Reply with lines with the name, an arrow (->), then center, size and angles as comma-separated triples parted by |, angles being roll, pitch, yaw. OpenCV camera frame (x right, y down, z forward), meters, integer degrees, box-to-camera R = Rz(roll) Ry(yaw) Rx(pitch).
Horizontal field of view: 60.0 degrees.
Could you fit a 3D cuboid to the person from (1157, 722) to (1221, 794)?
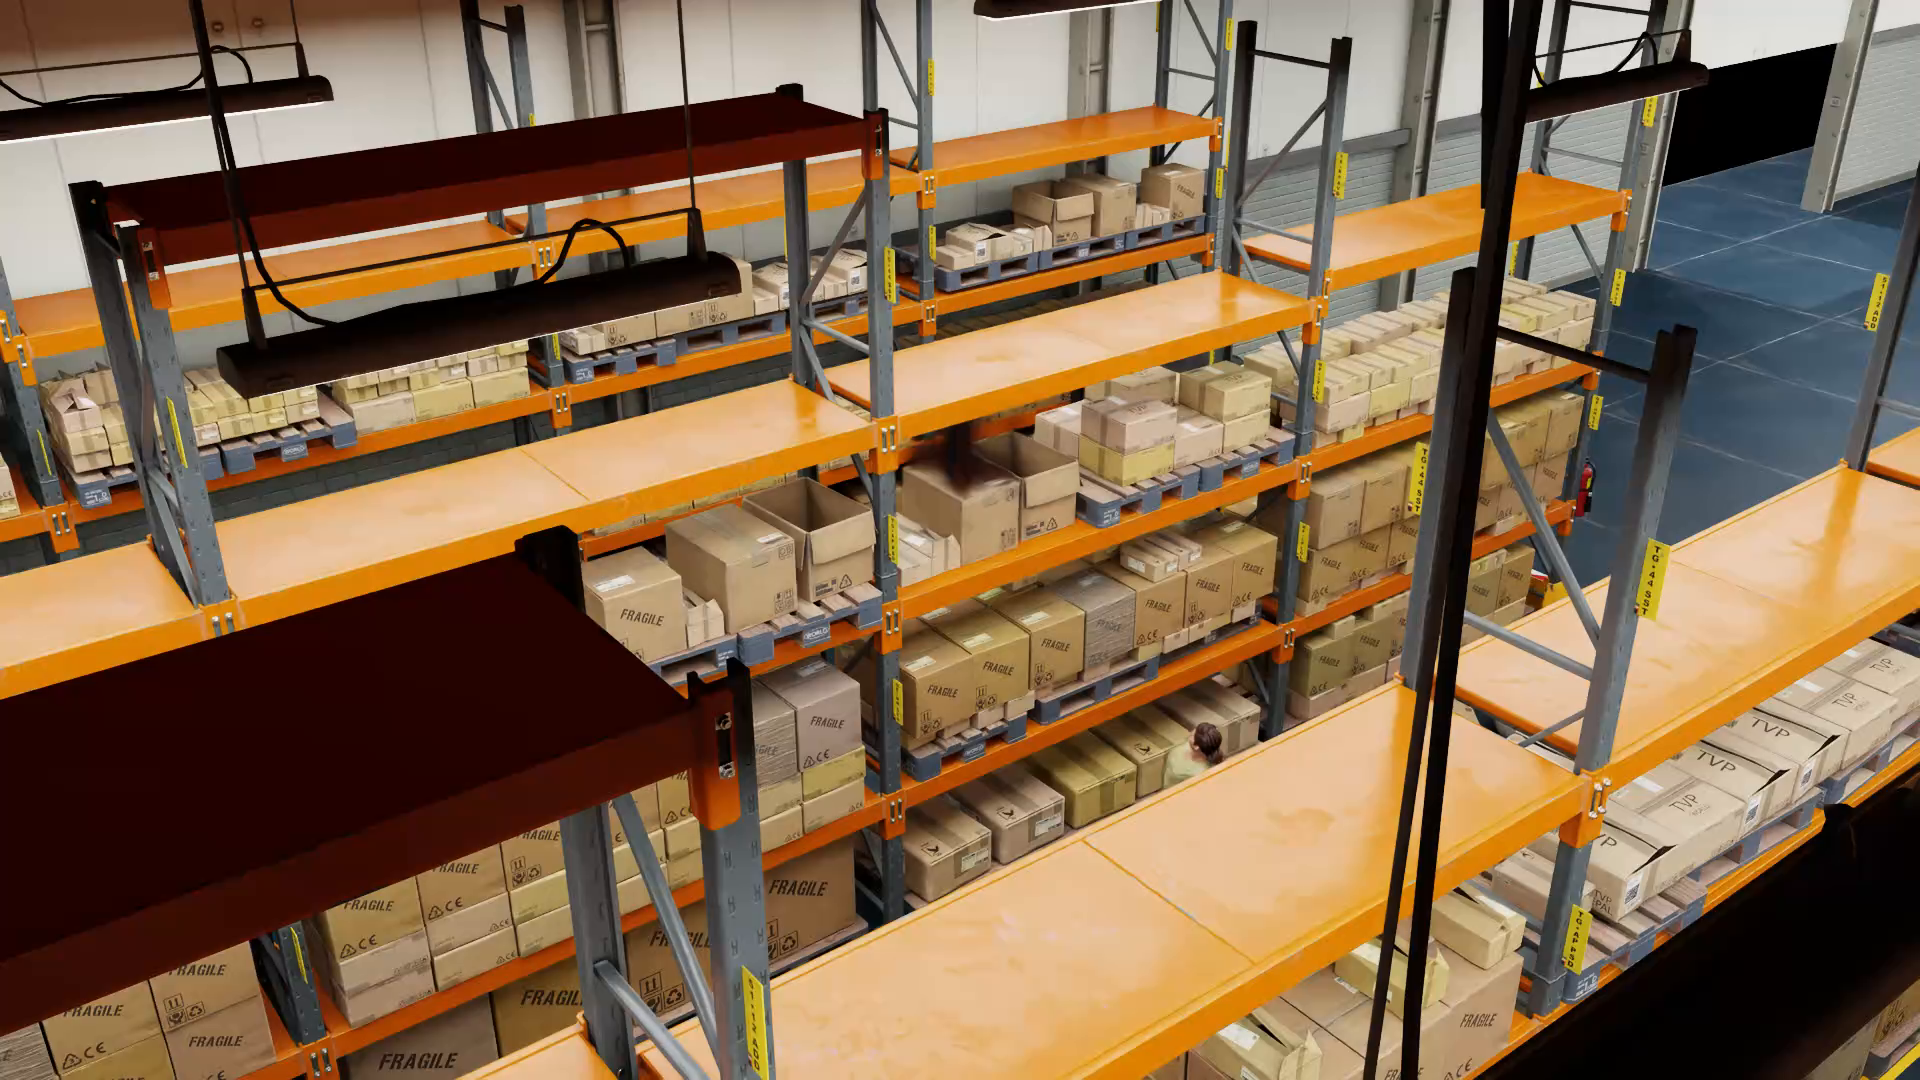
person -> 1.529, 1.915, 11.683 | 0.469, 1.663, 0.588 | -1, 26, -2
